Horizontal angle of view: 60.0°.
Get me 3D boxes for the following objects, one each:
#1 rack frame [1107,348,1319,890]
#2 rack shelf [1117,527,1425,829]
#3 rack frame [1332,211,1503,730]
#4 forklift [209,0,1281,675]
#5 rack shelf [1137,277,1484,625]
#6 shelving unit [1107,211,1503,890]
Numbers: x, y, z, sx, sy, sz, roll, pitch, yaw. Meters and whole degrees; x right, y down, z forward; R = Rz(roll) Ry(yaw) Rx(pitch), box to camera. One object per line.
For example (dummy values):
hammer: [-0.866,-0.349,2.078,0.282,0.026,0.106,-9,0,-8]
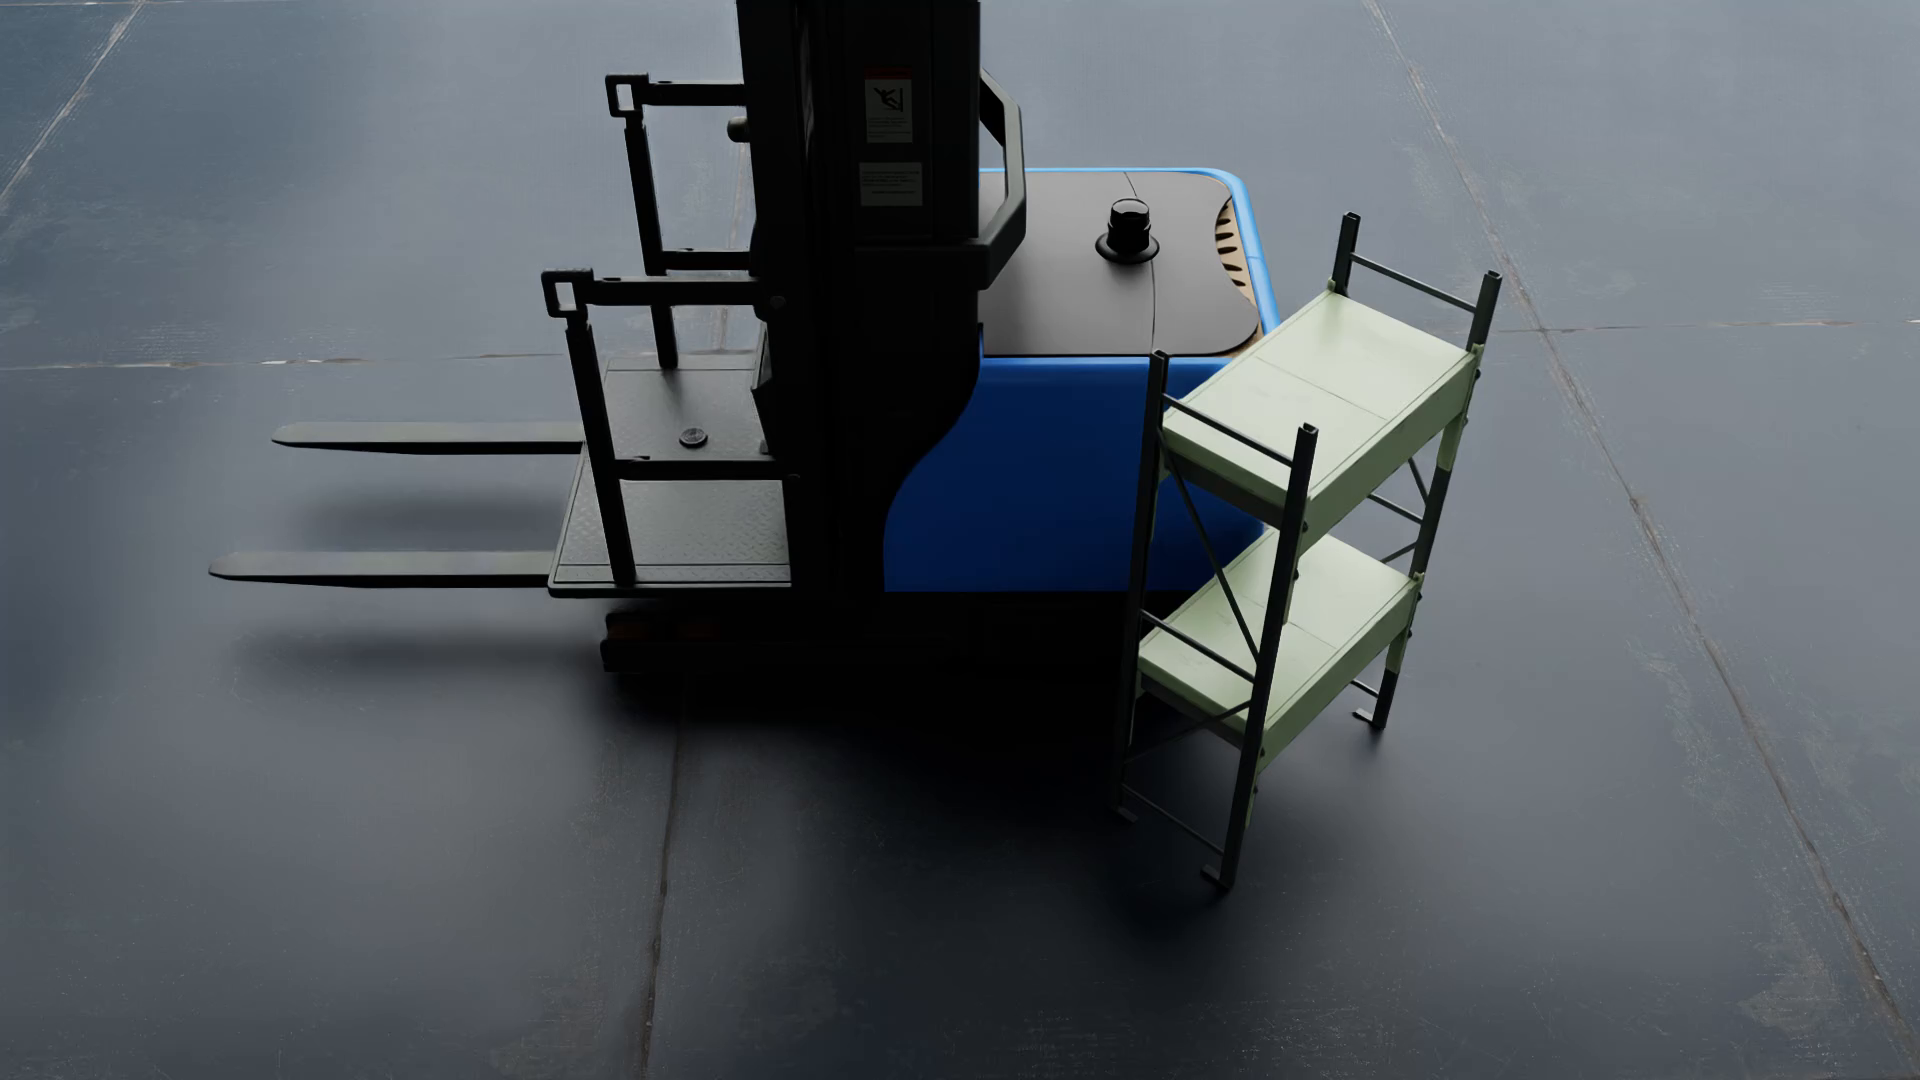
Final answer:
rack frame: [0.551,0.249,3.868,0.400,1.500,0.023,32,51,30]
rack shelf: [0.797,0.307,4.288,0.431,0.370,0.720,32,51,30]
rack frame: [1.044,-0.117,4.267,0.400,1.500,0.023,32,51,30]
forklift: [-0.666,-1.050,4.227,3.031,2.935,1.130,0,43,0]
rack shelf: [0.797,-0.221,3.804,0.431,0.370,0.720,32,51,30]
shelving unit: [0.797,0.066,4.068,0.431,1.500,0.755,32,51,30]
